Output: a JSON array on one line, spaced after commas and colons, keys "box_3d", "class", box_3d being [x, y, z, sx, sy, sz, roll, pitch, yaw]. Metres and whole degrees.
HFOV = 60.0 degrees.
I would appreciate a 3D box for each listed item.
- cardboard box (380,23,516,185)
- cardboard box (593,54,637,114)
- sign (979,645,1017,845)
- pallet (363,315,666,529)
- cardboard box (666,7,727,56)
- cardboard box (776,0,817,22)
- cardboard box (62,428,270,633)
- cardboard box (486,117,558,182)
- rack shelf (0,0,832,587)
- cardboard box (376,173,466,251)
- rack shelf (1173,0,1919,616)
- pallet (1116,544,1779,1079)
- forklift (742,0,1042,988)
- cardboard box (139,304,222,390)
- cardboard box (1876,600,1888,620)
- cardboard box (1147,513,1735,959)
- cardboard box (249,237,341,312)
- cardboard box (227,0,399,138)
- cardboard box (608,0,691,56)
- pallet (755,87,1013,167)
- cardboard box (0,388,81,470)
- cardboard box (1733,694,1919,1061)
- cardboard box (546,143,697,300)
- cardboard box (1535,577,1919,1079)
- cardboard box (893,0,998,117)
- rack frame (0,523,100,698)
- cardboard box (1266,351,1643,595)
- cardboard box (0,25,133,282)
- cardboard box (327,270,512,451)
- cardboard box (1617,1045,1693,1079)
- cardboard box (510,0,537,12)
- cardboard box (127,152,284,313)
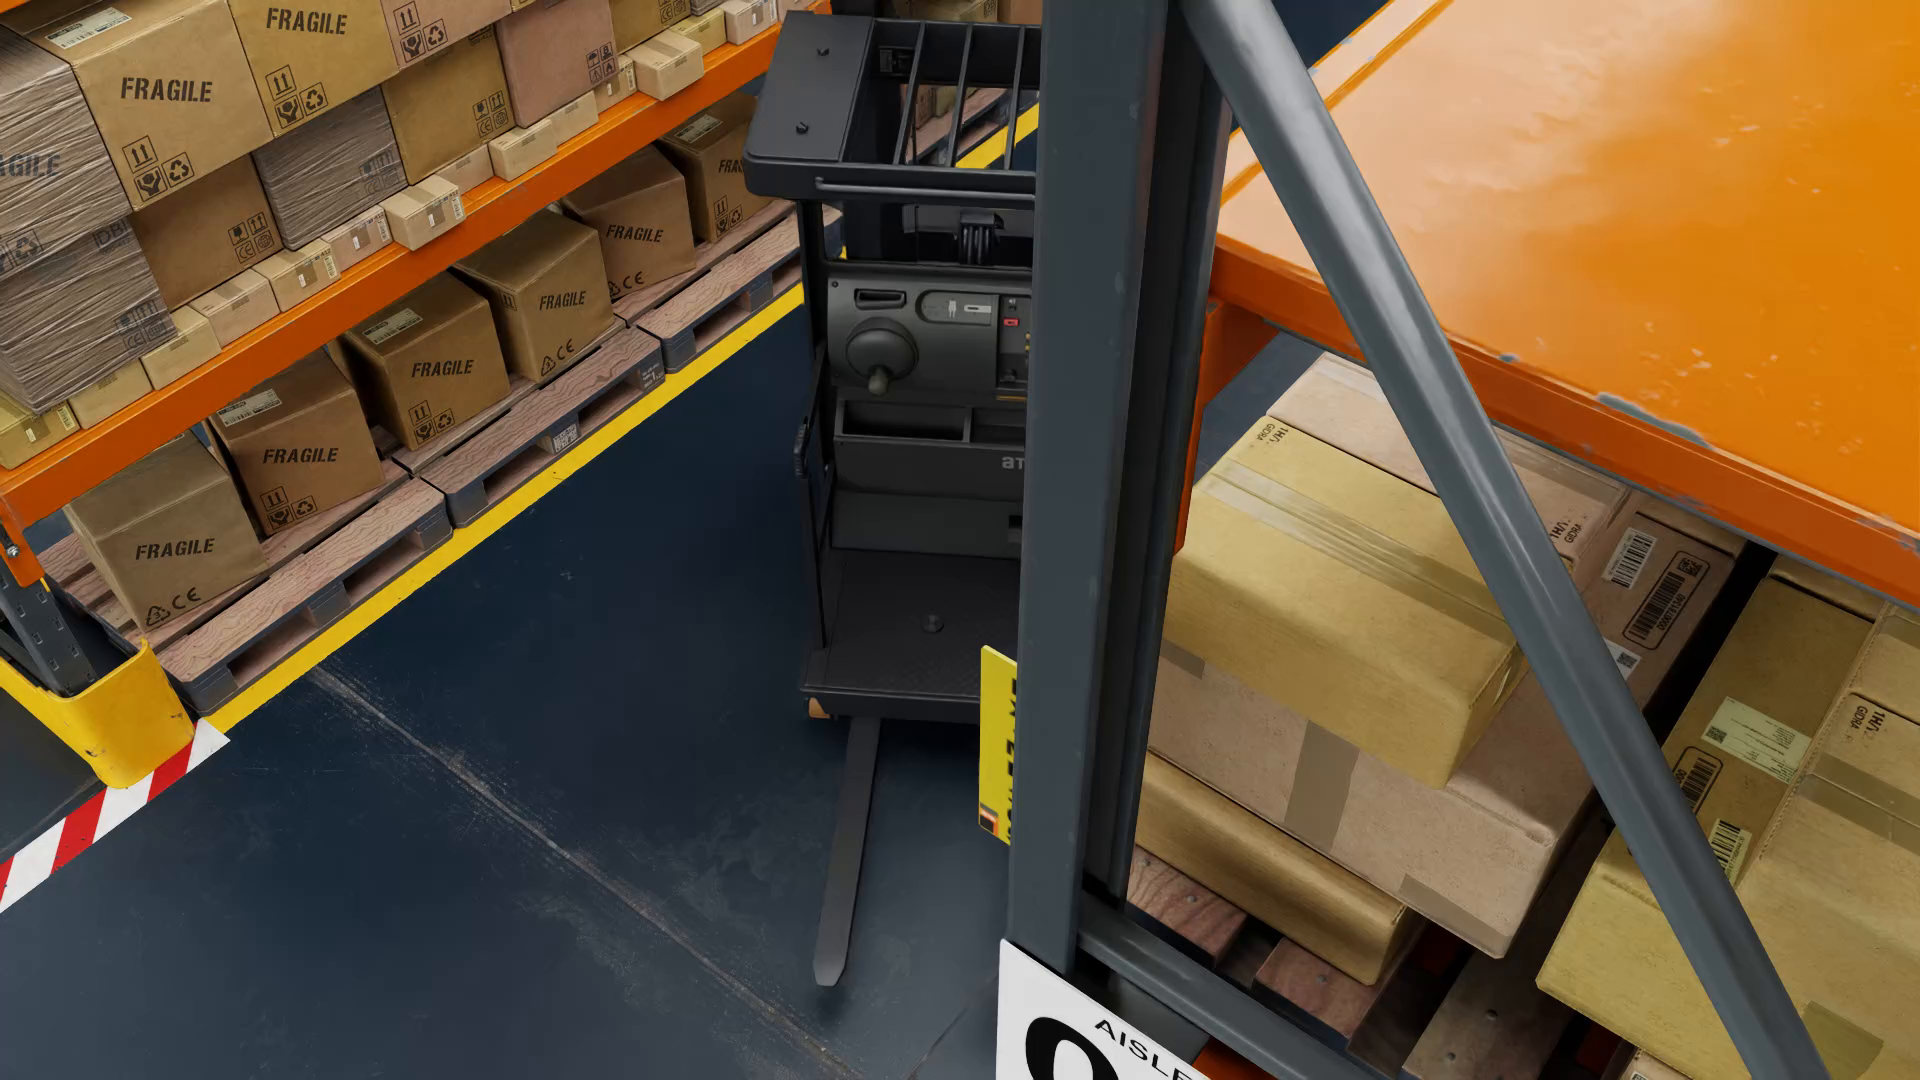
[{"box_3d": [-2.156, -1.772, 6.094, 0.875, 0.500, 0.500, 29, 53, 25], "class": "cardboard box"}, {"box_3d": [-1.515, -1.862, 6.628, 0.380, 0.149, 0.250, 29, 53, 25], "class": "cardboard box"}, {"box_3d": [0.063, 0.243, 1.812, 0.100, 0.325, 0.005, 29, 53, 25], "class": "sign"}, {"box_3d": [-2.062, -0.670, 7.244, 1.003, 0.211, 1.213, 29, 53, 25], "class": "pallet"}, {"box_3d": [-1.193, -2.139, 6.893, 0.380, 0.149, 0.250, 29, 53, 25], "class": "cardboard box"}, {"box_3d": [-0.833, -2.394, 7.137, 0.380, 0.149, 0.250, 29, 53, 25], "class": "cardboard box"}, {"box_3d": [-2.984, -0.077, 6.187, 0.500, 0.500, 0.500, -33, 54, -27], "class": "cardboard box"}, {"box_3d": [-1.761, -1.543, 6.323, 0.380, 0.149, 0.250, 29, 53, 25], "class": "cardboard box"}, {"box_3d": [-2.157, -1.341, 6.454, 1.077, 0.370, 4.000, 29, 53, 25], "class": "rack shelf"}, {"box_3d": [-2.023, -1.232, 6.026, 0.380, 0.149, 0.250, 29, 53, 25], "class": "cardboard box"}, {"box_3d": [1.707, -1.025, 2.280, 1.077, 0.370, 4.000, 29, 53, 25], "class": "rack shelf"}, {"box_3d": [0.929, 0.371, 2.308, 1.003, 0.211, 1.213, 29, 53, 25], "class": "pallet"}, {"box_3d": [0.017, -0.555, 5.253, 1.130, 2.935, 3.031, 4, 46, 3], "class": "forklift"}, {"box_3d": [-2.684, -0.687, 5.506, 0.380, 0.149, 0.250, 29, 53, 25], "class": "cardboard box"}, {"box_3d": [1.250, 0.061, 1.806, 0.380, 0.149, 0.250, 28, 53, 25], "class": "cardboard box"}, {"box_3d": [0.562, 0.135, 2.011, 0.500, 0.250, 0.500, 30, 53, 25], "class": "cardboard box"}, {"box_3d": [-2.389, -0.979, 5.785, 0.380, 0.149, 0.250, 29, 53, 25], "class": "cardboard box"}, {"box_3d": [-2.212, -1.692, 5.326, 0.500, 0.500, 0.500, 29, 53, 25], "class": "cardboard box"}, {"box_3d": [-1.591, -2.371, 6.665, 0.875, 0.500, 0.500, 29, 53, 25], "class": "cardboard box"}, {"box_3d": [-0.459, -2.217, 8.722, 1.003, 0.211, 1.213, 29, 53, 25], "class": "pallet"}, {"box_3d": [-3.016, -0.416, 5.247, 0.380, 0.149, 0.250, 29, 53, 25], "class": "cardboard box"}, {"box_3d": [0.940, 0.351, 1.529, 0.380, 0.149, 0.250, 30, 53, 25], "class": "cardboard box"}, {"box_3d": [-1.554, -1.474, 7.521, 0.500, 0.500, 0.500, -26, 52, -23], "class": "cardboard box"}, {"box_3d": [0.982, 0.376, 1.781, 0.500, 0.250, 0.500, 29, 53, 25], "class": "cardboard box"}, {"box_3d": [-0.235, -2.629, 8.612, 0.700, 0.500, 0.500, 29, 53, 25], "class": "cardboard box"}, {"box_3d": [-3.379, -0.445, 5.101, 1.000, 3.000, 0.127, 29, 53, 25], "class": "rack frame"}, {"box_3d": [0.575, -0.084, 1.944, 0.380, 0.149, 0.250, 29, 53, 25], "class": "cardboard box"}, {"box_3d": [-2.827, -1.122, 4.781, 0.500, 0.500, 0.500, 29, 53, 25], "class": "cardboard box"}, {"box_3d": [-2.248, -0.784, 6.863, 0.500, 0.500, 0.500, 34, 55, 28], "class": "cardboard box"}, {"box_3d": [0.947, 0.622, 1.821, 0.380, 0.149, 0.250, 30, 53, 25], "class": "cardboard box"}, {"box_3d": [-1.602, -2.265, 5.873, 0.500, 0.500, 0.500, 29, 53, 25], "class": "cardboard box"}, {"box_3d": [-2.811, -1.224, 5.570, 0.875, 0.500, 0.500, 29, 53, 25], "class": "cardboard box"}]
